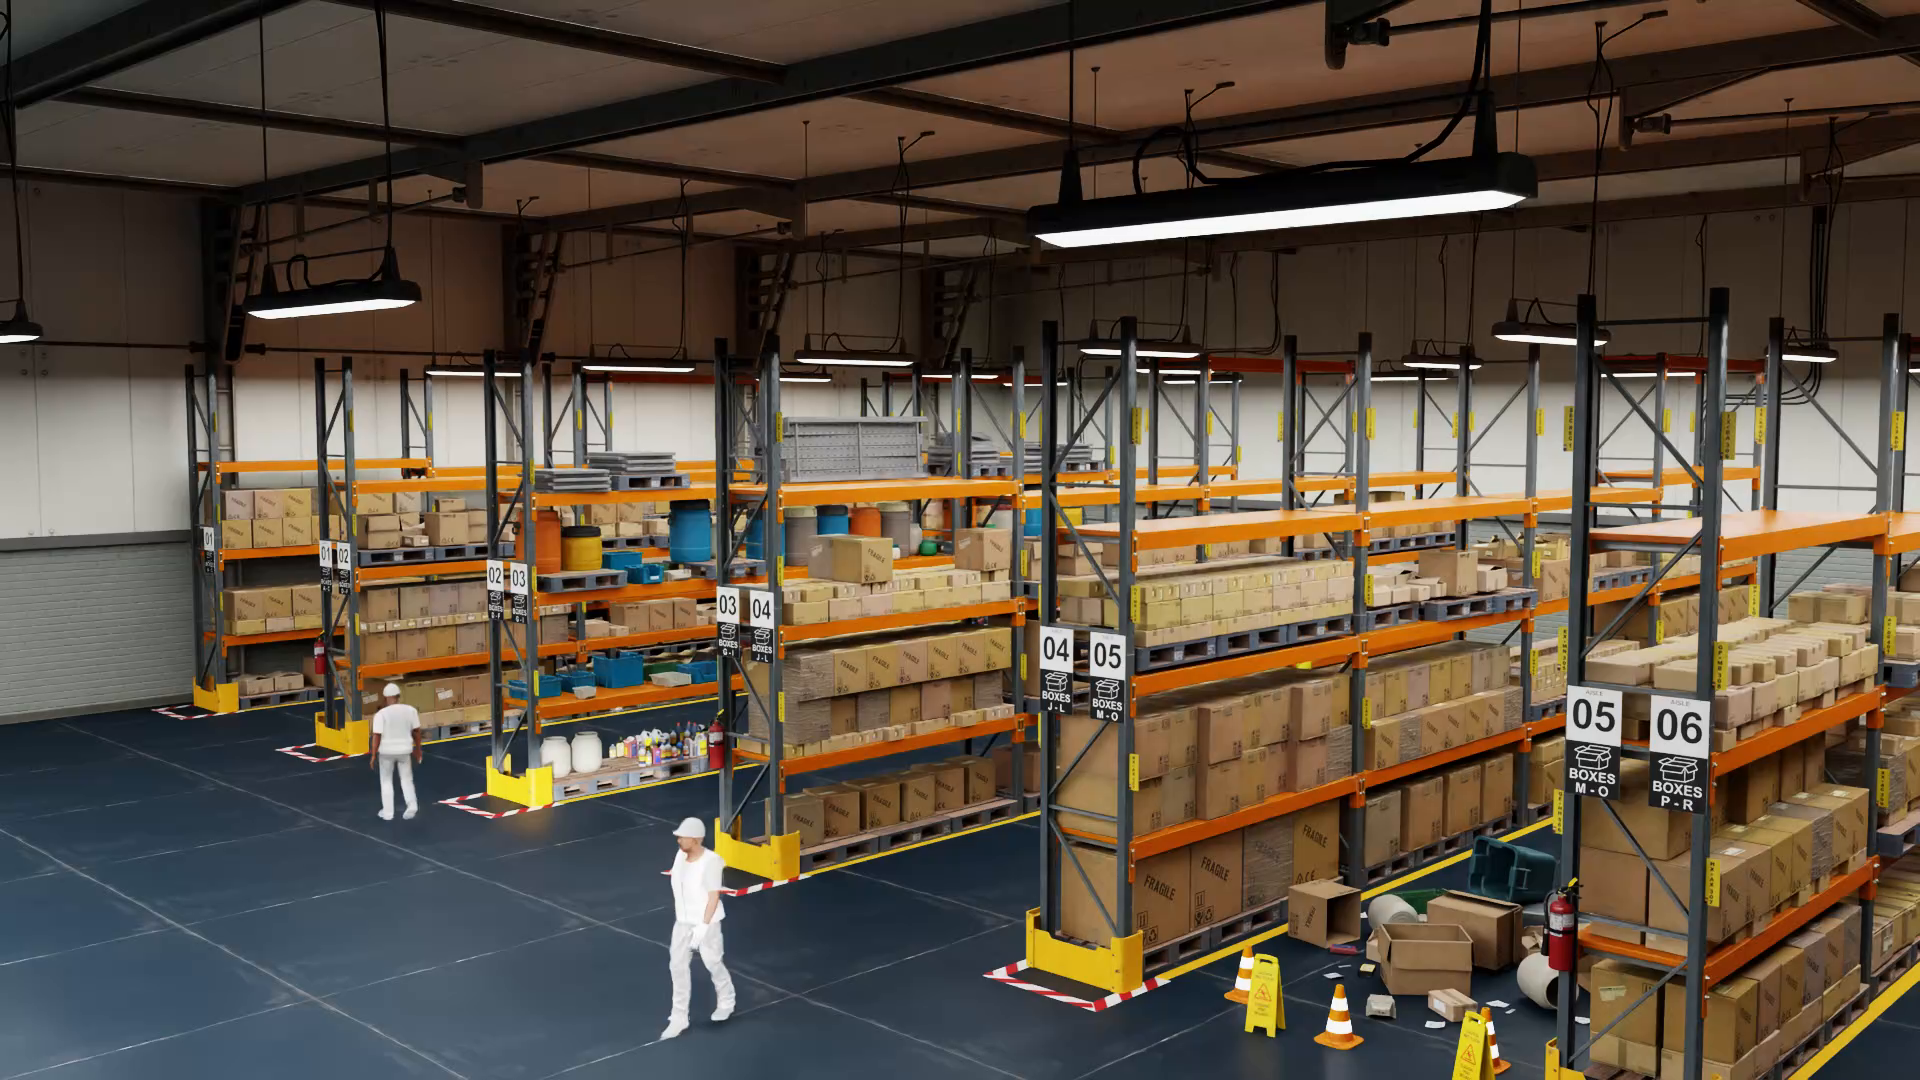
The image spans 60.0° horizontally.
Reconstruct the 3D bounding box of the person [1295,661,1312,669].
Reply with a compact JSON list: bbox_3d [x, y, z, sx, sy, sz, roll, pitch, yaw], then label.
[{"bbox_3d":[4.747,2.534,23.039,0.558,1.819,0.626,-4,6,-43],"label":"person"}]

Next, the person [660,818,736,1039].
[{"bbox_3d":[-2.222,3.230,13.950,0.583,1.825,0.742,3,5,35],"label":"person"}]

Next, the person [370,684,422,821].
[{"bbox_3d":[-7.110,2.690,20.990,0.653,1.751,0.809,-3,5,-33],"label":"person"}]
